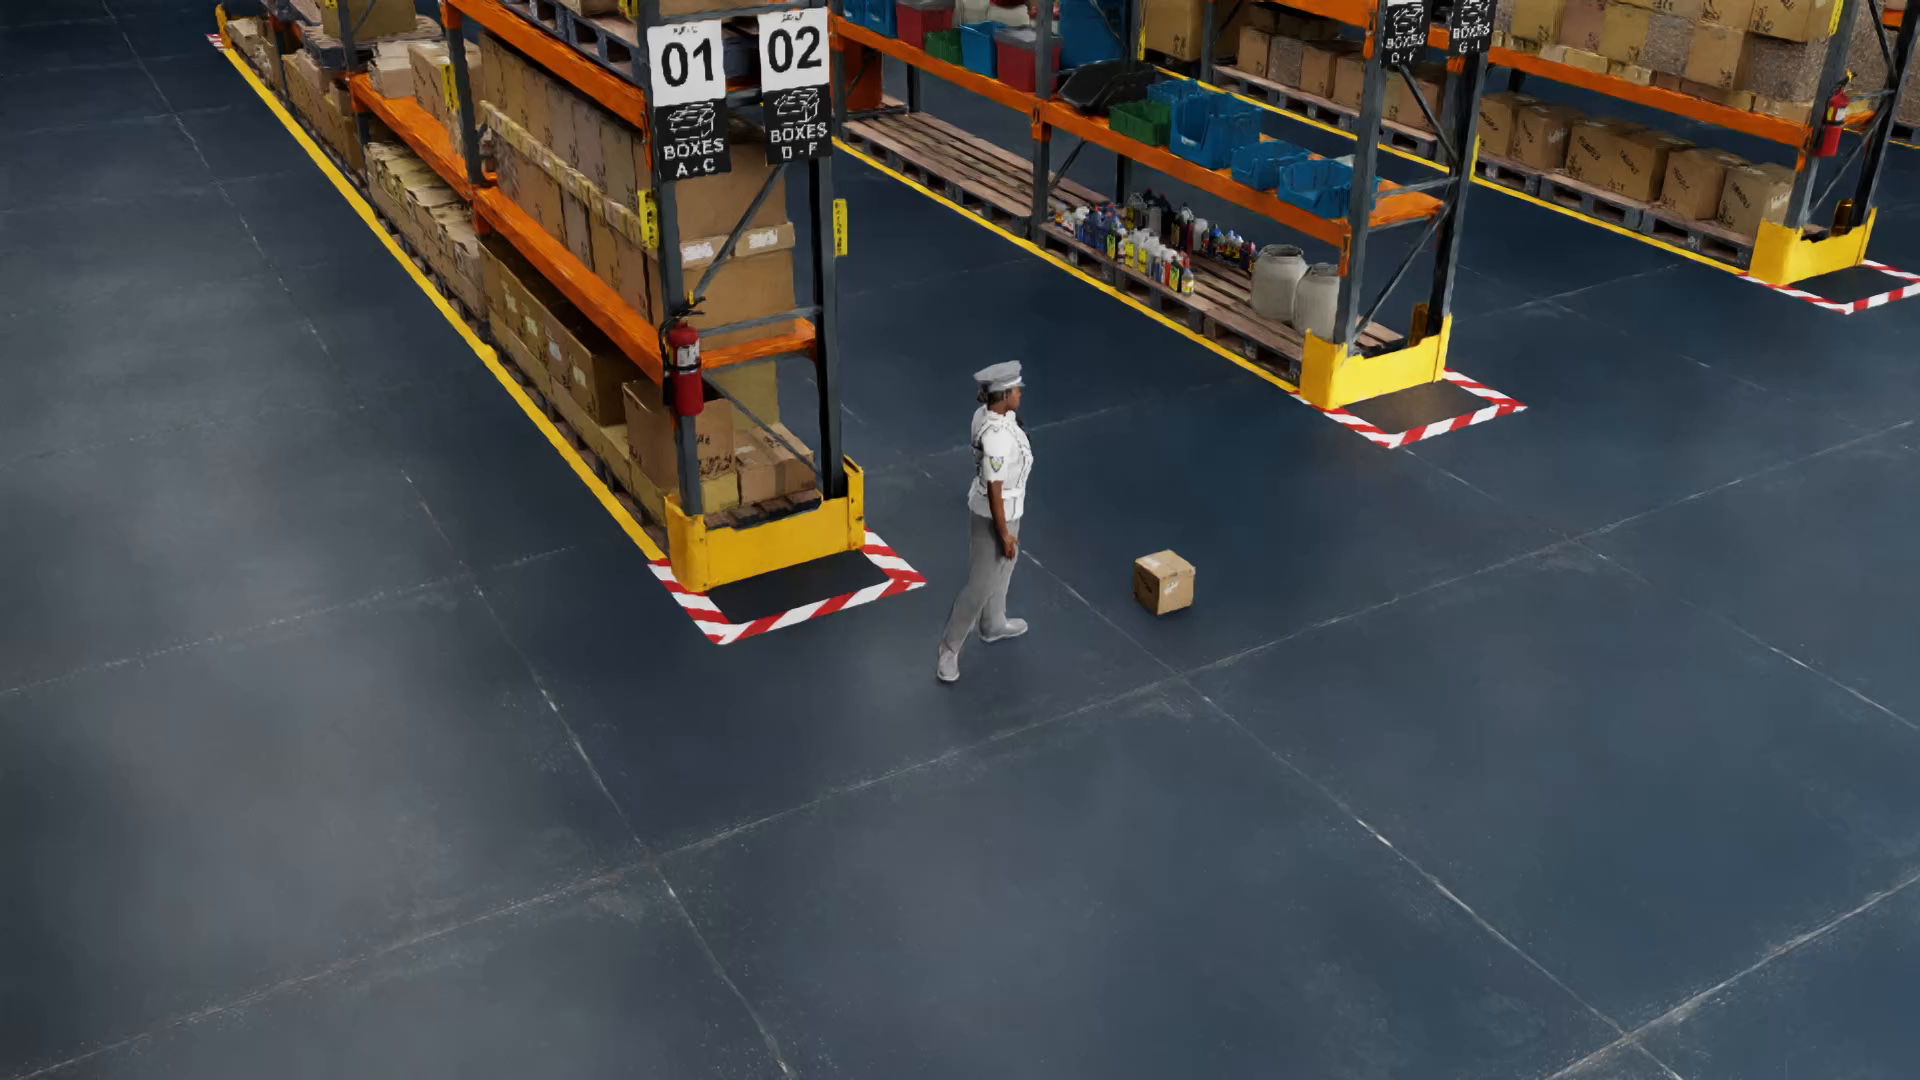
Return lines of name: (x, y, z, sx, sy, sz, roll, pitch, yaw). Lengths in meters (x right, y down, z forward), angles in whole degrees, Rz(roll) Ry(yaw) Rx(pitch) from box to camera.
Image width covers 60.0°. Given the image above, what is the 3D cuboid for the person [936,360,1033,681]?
person: (0.134, -0.093, 8.730, 0.485, 1.654, 0.665, 2, 29, 4)
